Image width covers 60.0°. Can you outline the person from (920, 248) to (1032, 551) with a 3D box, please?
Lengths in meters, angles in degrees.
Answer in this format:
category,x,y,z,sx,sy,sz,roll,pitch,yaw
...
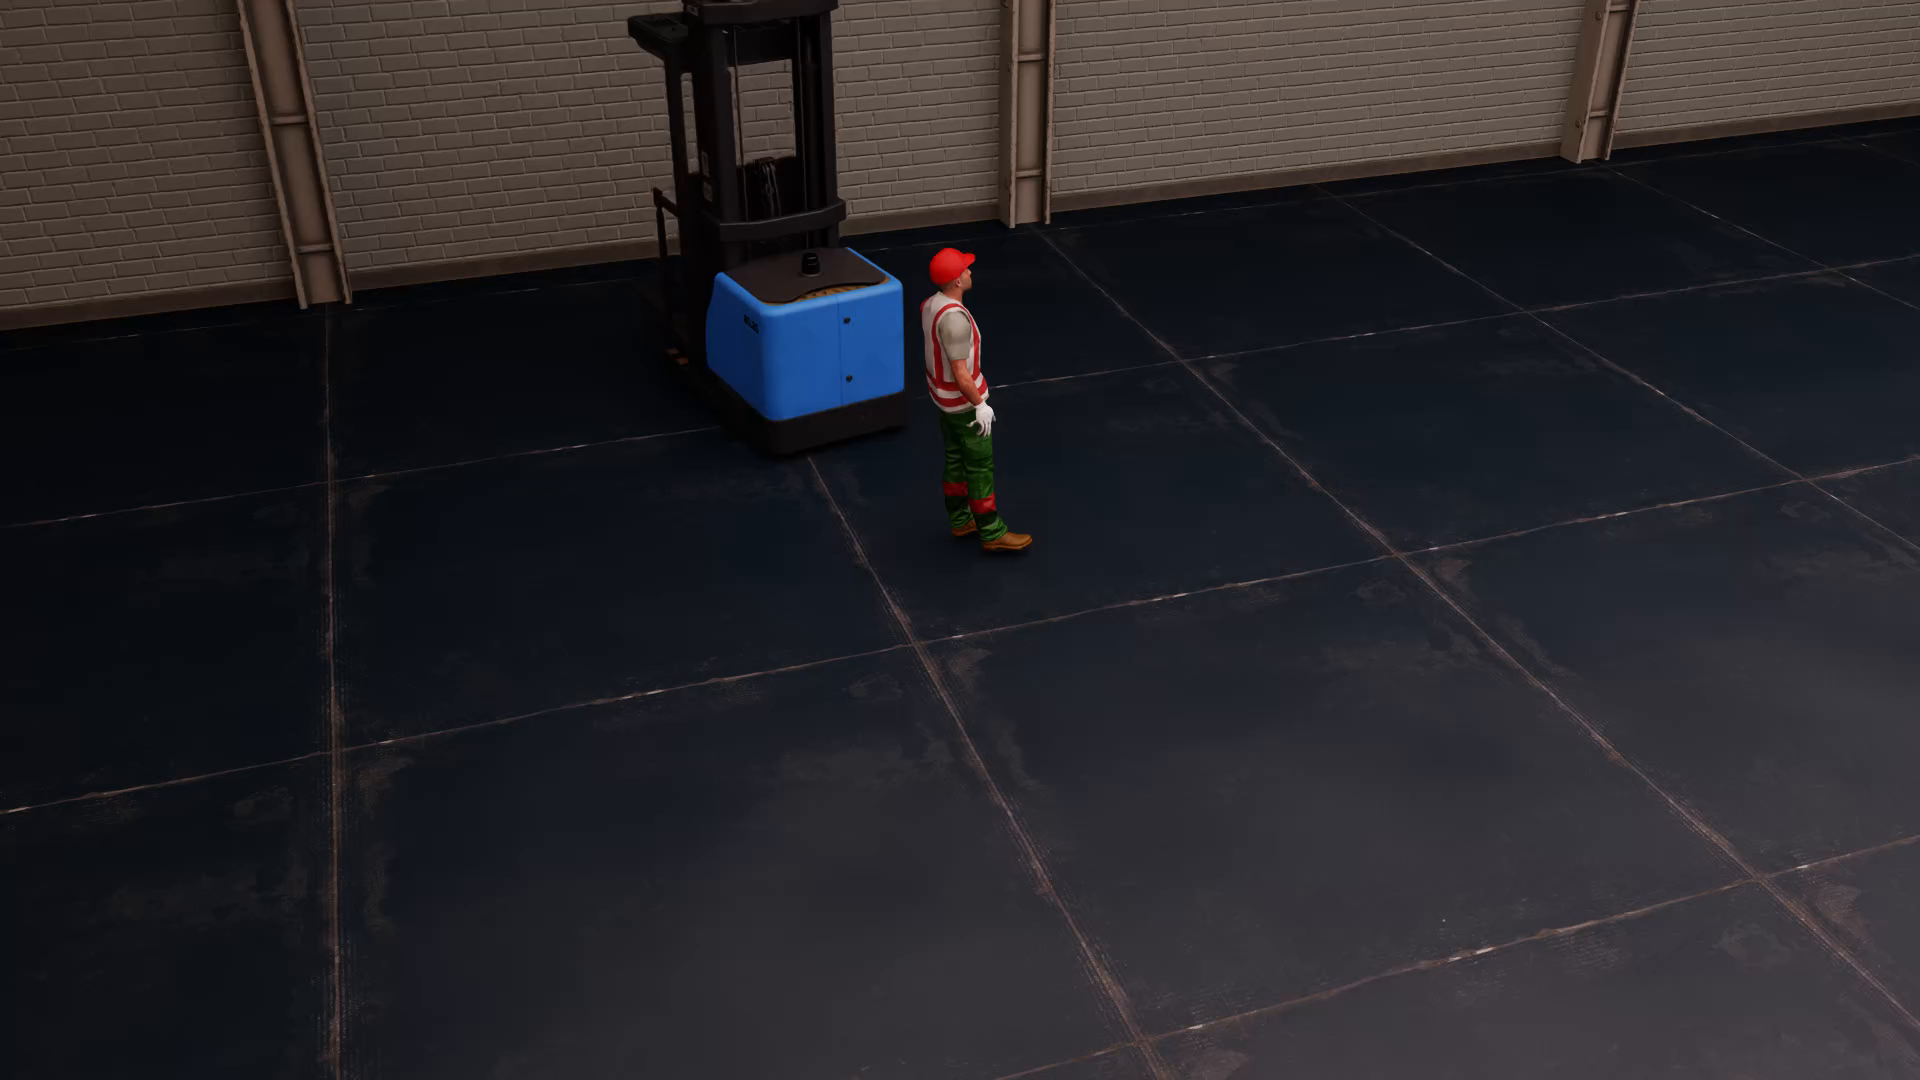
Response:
category,x,y,z,sx,sy,sz,roll,pitch,yaw
person,0.079,-0.823,9.568,0.564,1.786,0.638,-10,31,-16

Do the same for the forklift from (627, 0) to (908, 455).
category,x,y,z,sx,sy,sz,roll,pitch,yaw
forklift,-1.533,-2.529,11.483,1.130,2.935,3.031,-16,34,-26
